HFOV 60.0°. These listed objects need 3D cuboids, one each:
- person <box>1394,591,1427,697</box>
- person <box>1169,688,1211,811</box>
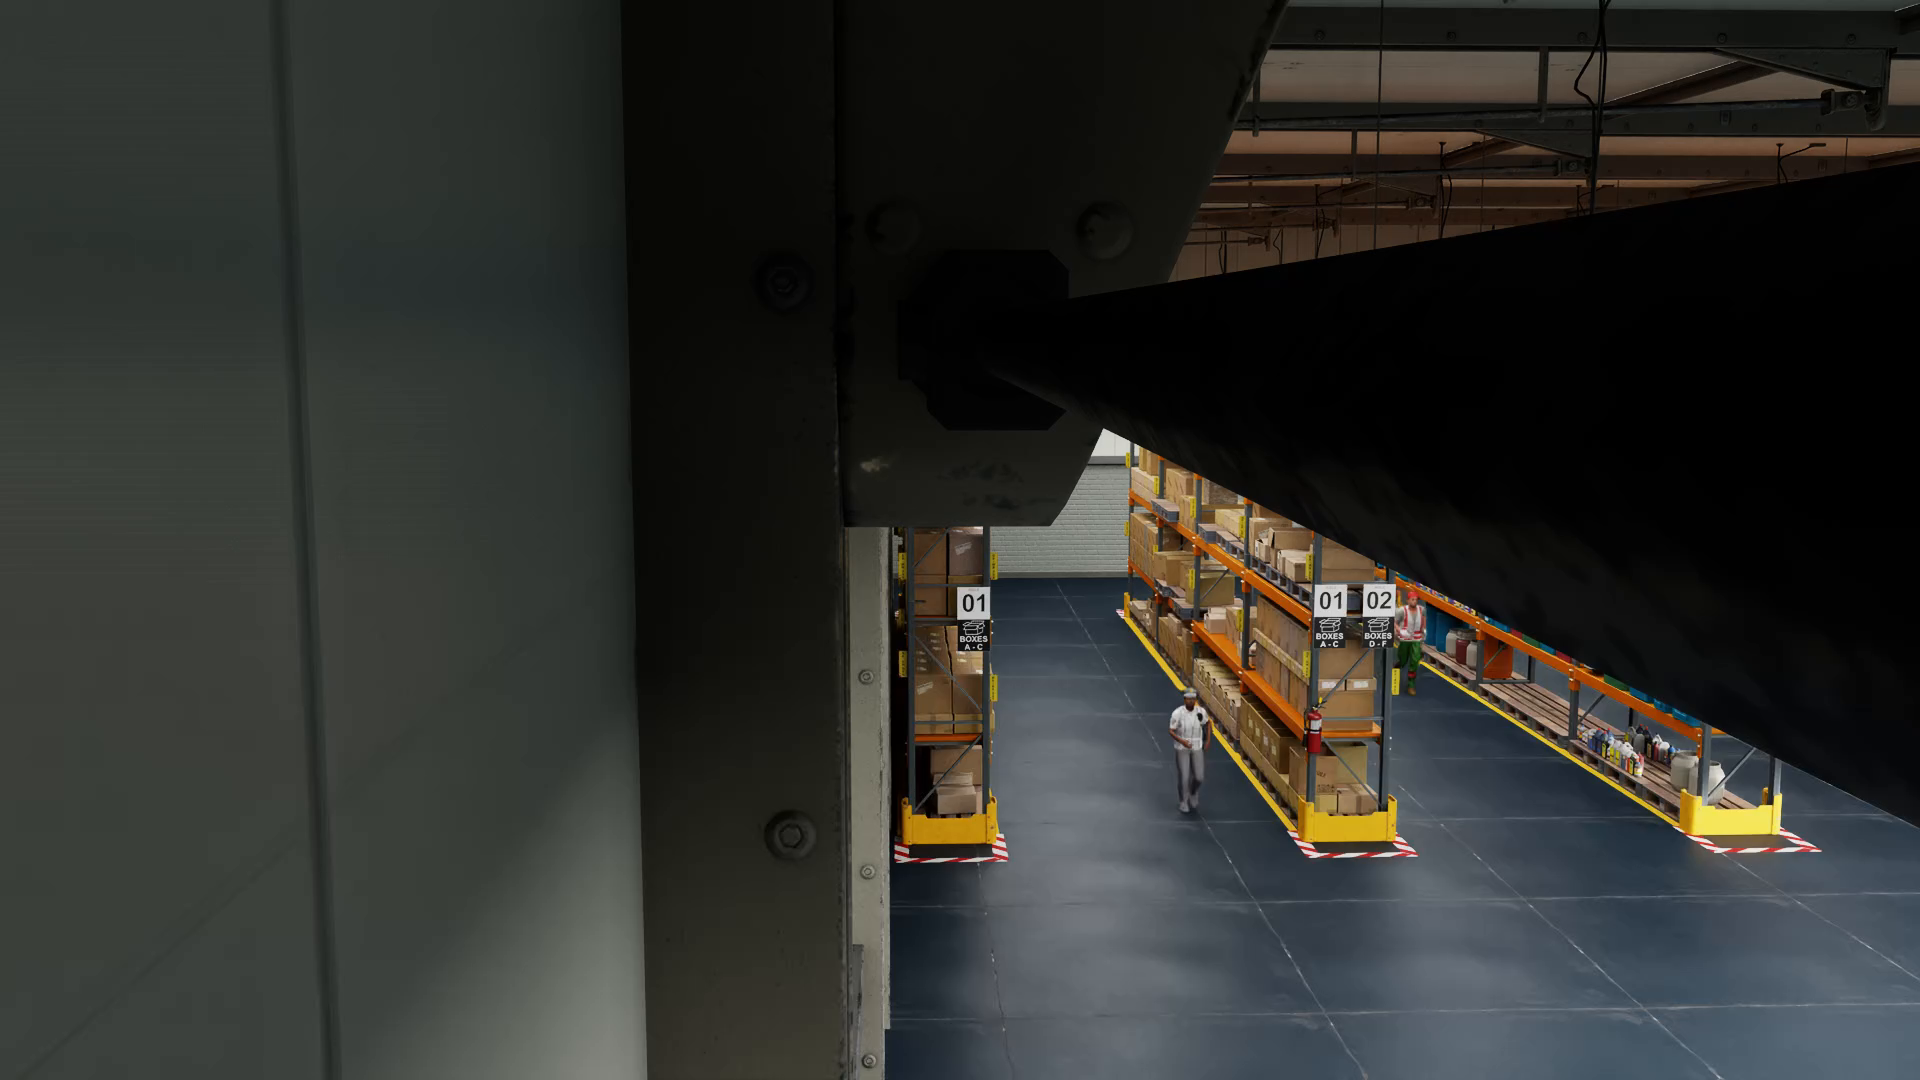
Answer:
[{"bbox_3d":[7.805,1.751,28.915,0.685,1.774,1.025,-1,7,-4],"label":"person"},{"bbox_3d":[3.025,2.737,21.691,0.600,1.659,0.584,-1,7,-6],"label":"person"}]
